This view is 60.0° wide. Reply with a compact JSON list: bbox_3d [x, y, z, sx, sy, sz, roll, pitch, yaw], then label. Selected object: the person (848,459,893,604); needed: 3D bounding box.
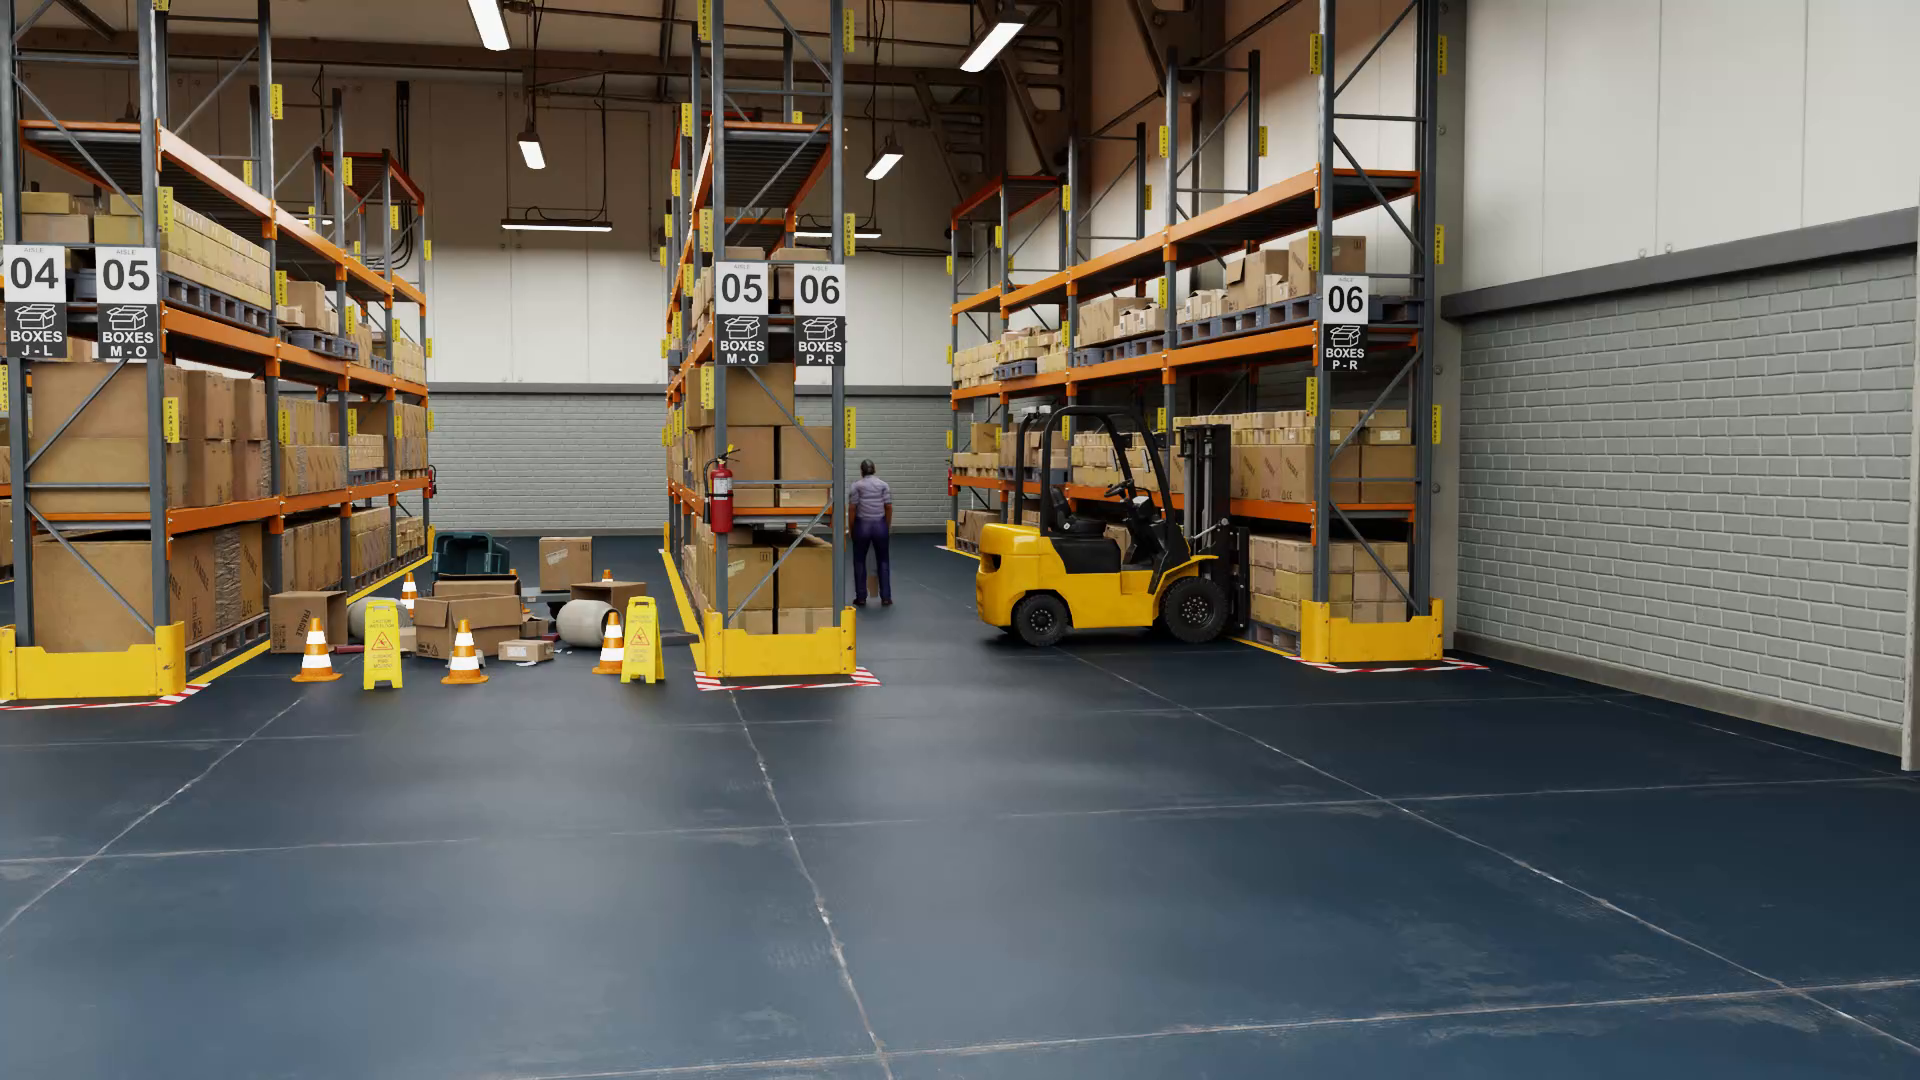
[{"bbox_3d":[-1.018,-0.085,18.894,0.535,1.638,0.422,-1,3,-13],"label":"person"}]
